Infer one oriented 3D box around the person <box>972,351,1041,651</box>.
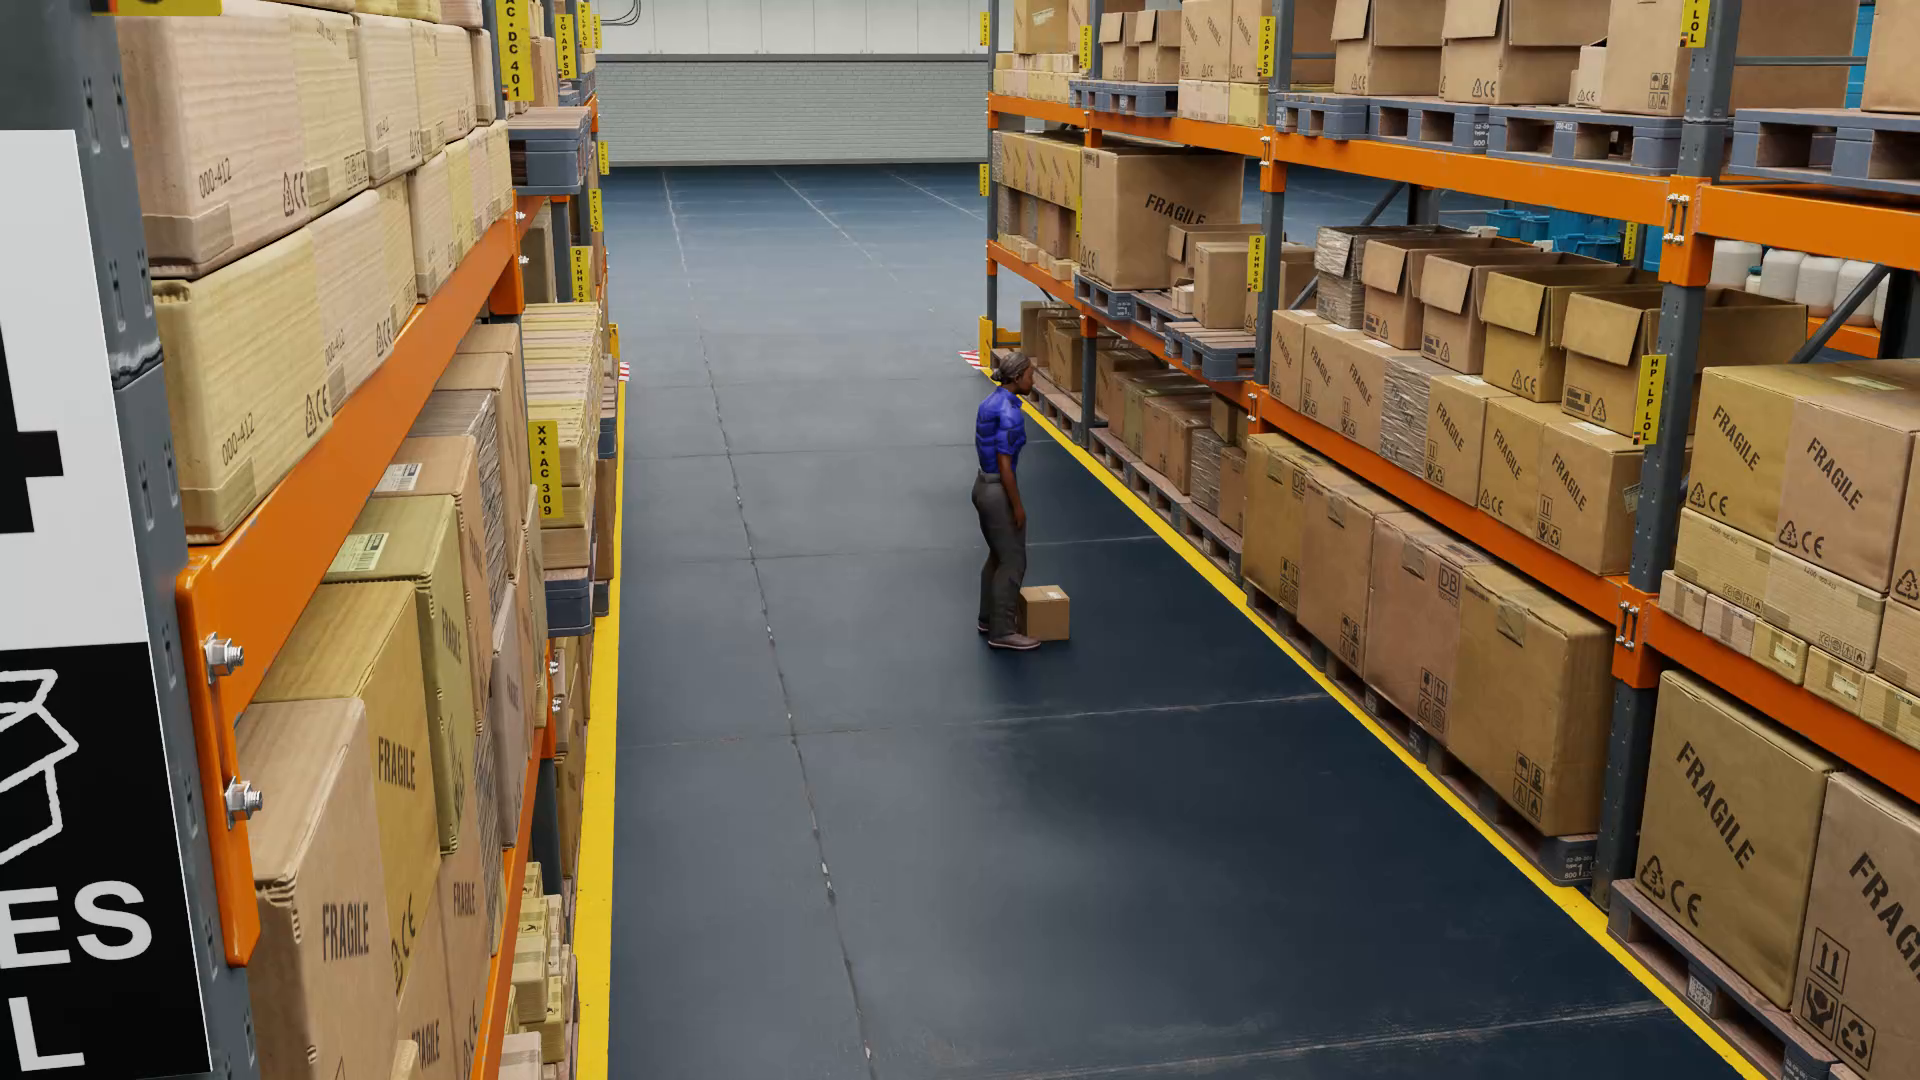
[{"bbox_3d":[0.250,-0.234,9.334,0.346,1.655,0.506,-3,17,-10],"label":"person"}]
